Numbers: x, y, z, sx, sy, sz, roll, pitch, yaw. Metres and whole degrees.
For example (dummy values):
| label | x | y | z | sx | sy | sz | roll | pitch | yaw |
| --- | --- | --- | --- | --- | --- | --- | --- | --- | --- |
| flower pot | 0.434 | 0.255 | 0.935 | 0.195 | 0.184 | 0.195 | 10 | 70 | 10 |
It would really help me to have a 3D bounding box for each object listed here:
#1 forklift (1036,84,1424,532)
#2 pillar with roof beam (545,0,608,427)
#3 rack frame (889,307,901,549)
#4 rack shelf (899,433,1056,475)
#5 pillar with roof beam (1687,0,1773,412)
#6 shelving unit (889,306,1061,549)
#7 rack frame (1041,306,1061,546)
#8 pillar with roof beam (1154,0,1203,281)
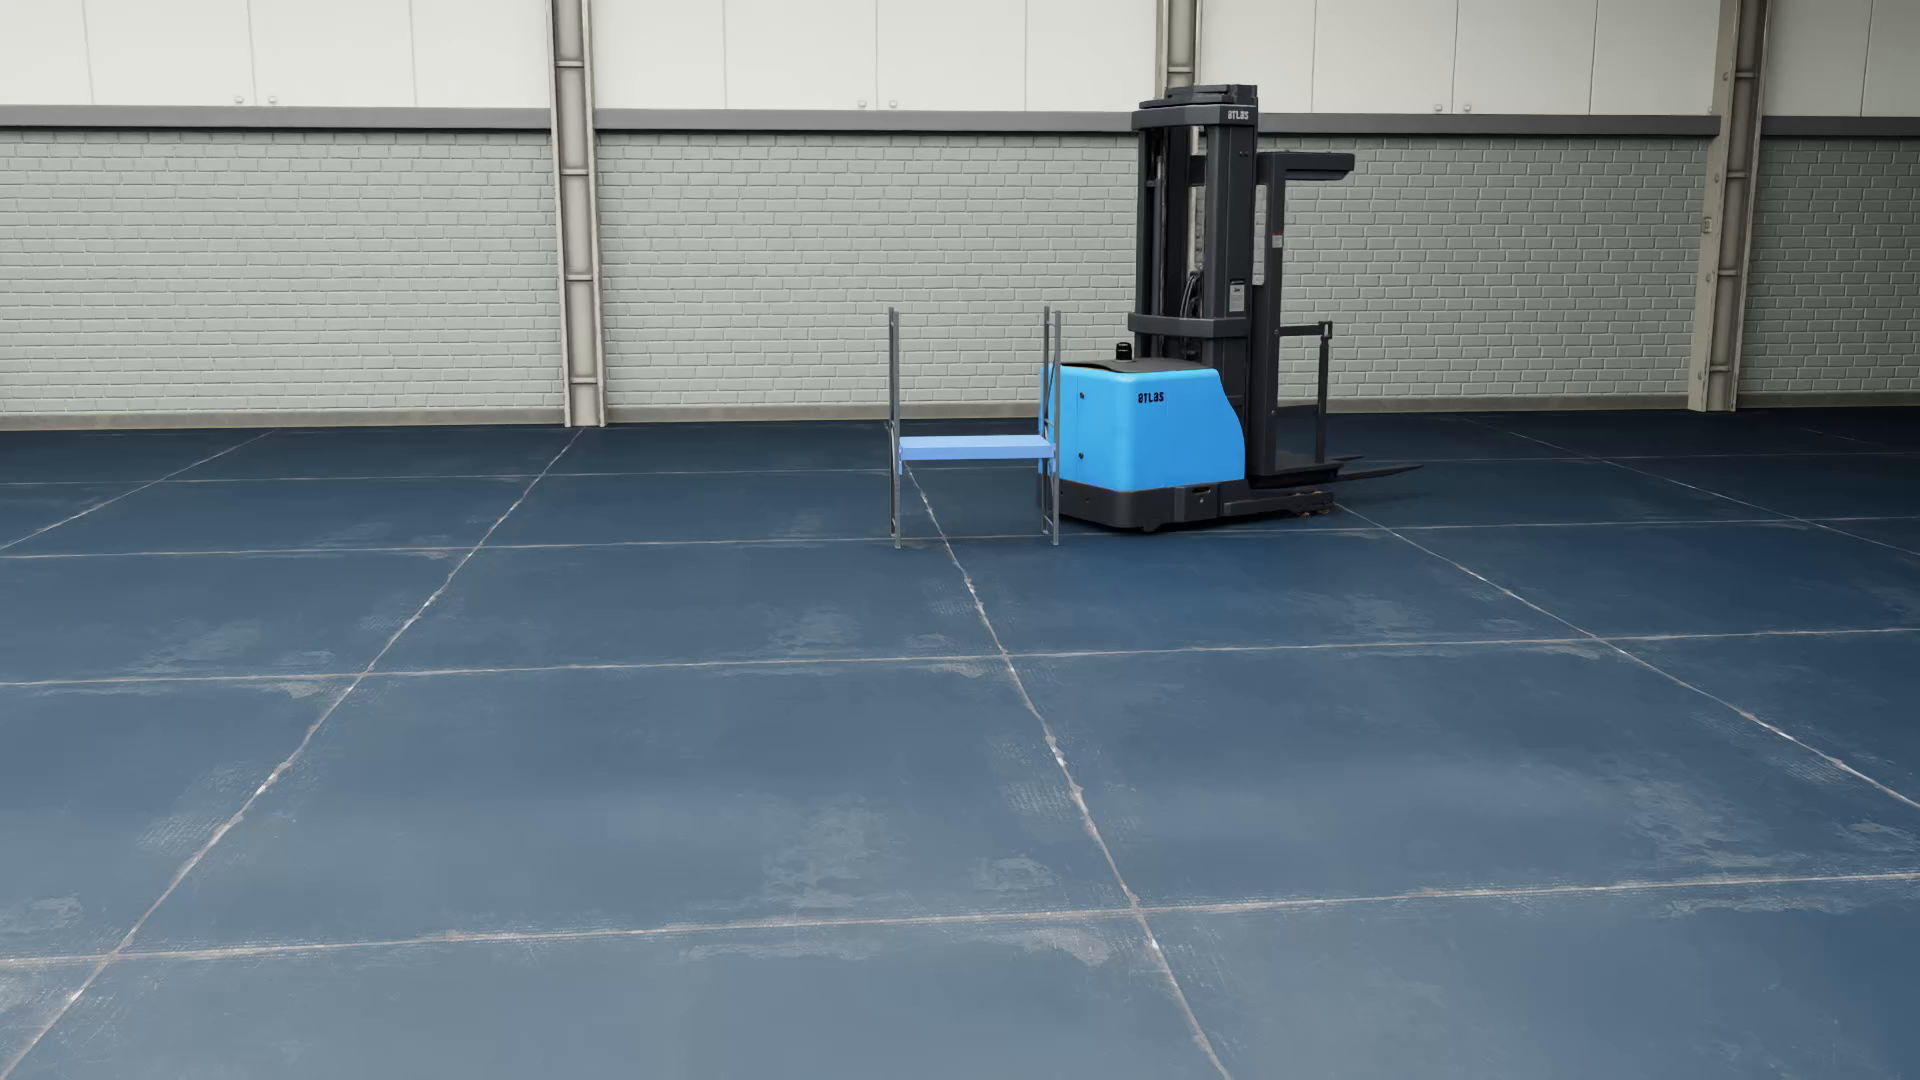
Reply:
| label | x | y | z | sx | sy | sz | roll | pitch | yaw |
| --- | --- | --- | --- | --- | --- | --- | --- | --- | --- |
| forklift | 2.054 | -1.680 | 11.813 | 3.031 | 2.935 | 1.130 | -7 | 13 | -32 |
| pillar with roof beam | -3.306 | -4.756 | 11.731 | 0.400 | 9.000 | 9.100 | -1 | 11 | -6 |
| rack frame | -0.421 | -0.727 | 10.679 | 0.032 | 1.500 | 0.500 | -1 | 11 | -6 |
| rack shelf | 0.085 | -0.561 | 10.767 | 1.000 | 0.185 | 0.538 | -1 | 11 | -6 |
| pillar with roof beam | 8.624 | -5.006 | 13.003 | 0.400 | 9.000 | 9.100 | -1 | 11 | -6 |
| shelving unit | 0.085 | -0.738 | 10.732 | 1.048 | 1.500 | 0.538 | -1 | 11 | -6 |
| rack frame | 0.590 | -0.748 | 10.786 | 0.032 | 1.500 | 0.500 | -1 | 11 | -6 |
| pillar with roof beam | 2.659 | -4.881 | 12.367 | 0.400 | 9.000 | 9.100 | -1 | 11 | -6 |
